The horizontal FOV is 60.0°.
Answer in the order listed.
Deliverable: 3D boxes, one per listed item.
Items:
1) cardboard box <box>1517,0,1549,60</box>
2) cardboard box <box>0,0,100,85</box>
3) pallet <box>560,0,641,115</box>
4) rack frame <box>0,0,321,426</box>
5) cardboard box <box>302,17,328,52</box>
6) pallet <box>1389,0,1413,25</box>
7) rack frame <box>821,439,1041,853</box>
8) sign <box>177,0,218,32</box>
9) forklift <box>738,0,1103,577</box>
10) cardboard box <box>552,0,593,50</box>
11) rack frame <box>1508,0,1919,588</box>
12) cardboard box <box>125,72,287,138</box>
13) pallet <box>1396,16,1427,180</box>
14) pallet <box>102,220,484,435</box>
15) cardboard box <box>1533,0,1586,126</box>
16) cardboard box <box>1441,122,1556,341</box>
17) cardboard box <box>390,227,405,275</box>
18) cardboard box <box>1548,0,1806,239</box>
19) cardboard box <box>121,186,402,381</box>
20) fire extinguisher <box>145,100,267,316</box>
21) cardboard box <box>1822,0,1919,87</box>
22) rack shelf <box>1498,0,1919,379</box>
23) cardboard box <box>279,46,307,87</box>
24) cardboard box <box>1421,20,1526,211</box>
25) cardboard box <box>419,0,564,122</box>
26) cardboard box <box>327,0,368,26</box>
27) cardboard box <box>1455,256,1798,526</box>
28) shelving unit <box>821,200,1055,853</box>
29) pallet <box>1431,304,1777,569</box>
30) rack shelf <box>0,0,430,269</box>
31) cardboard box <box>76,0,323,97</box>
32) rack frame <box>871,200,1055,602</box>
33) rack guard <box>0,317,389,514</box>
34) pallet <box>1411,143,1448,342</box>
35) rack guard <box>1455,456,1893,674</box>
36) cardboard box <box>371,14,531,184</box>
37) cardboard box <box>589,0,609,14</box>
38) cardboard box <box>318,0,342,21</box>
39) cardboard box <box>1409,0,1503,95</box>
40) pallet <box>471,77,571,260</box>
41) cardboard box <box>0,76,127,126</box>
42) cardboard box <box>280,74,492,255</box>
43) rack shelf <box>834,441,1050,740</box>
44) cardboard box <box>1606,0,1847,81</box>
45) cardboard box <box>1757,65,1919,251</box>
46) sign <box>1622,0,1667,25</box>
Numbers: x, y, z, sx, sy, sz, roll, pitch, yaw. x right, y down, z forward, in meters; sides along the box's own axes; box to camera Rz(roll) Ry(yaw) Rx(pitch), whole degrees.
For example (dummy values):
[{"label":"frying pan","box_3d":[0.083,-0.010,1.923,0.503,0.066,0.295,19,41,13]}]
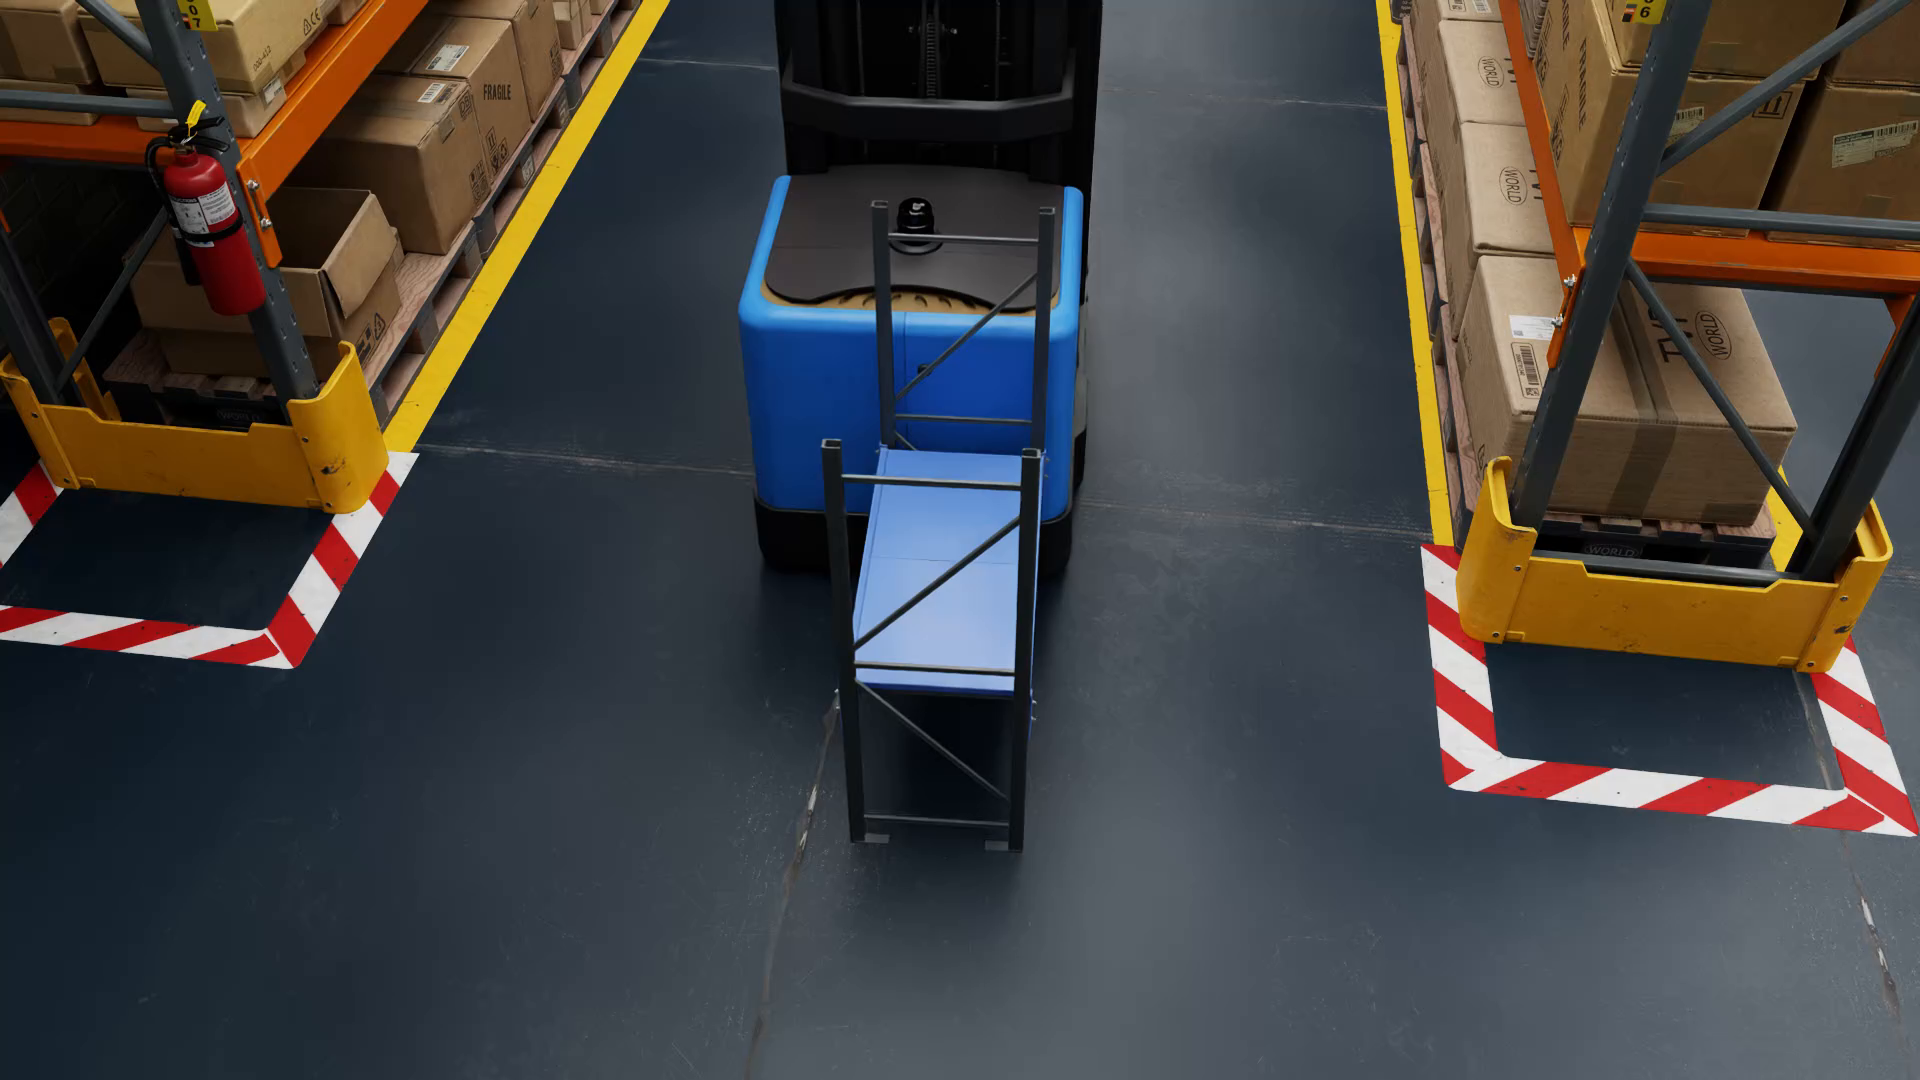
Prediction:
[{"label":"cardboard box","box_3d":[2.181,-1.926,5.529,0.500,0.500,0.500,6,44,7]},{"label":"cardboard box","box_3d":[-2.883,-1.684,5.240,0.500,0.250,0.500,6,44,7]},{"label":"pallet","box_3d":[-2.244,-2.539,8.278,1.003,0.211,1.213,5,44,6]},{"label":"rack frame","box_3d":[-2.681,-1.293,4.934,1.000,3.000,0.127,5,44,6]},{"label":"cardboard box","box_3d":[-2.377,-1.761,5.611,0.380,0.149,0.250,5,44,5]},{"label":"pallet","box_3d":[2.796,-3.091,8.861,1.003,0.211,1.213,5,44,6]},{"label":"rack frame","box_3d":[-0.066,0.336,4.305,0.500,1.500,0.032,3,44,3]},{"label":"sign","box_3d":[-2.143,-1.558,4.584,0.100,0.325,0.005,5,44,6]},{"label":"forklift","box_3d":[-0.053,-1.950,5.677,1.130,2.935,3.031,3,44,3]},{"label":"cardboard box","box_3d":[-1.982,-2.529,7.923,0.396,0.266,0.258,7,44,7]},{"label":"rack frame","box_3d":[2.240,-0.845,4.460,1.000,3.000,0.127,5,44,6]},{"label":"cardboard box","box_3d":[-2.366,-1.401,5.231,0.380,0.149,0.250,5,44,5]},{"label":"pallet","box_3d":[2.590,-2.047,7.758,1.003,0.211,1.213,5,44,6]},{"label":"pallet","box_3d":[-2.566,-0.876,6.522,1.003,0.211,1.213,5,44,6]},{"label":"cardboard box","box_3d":[2.122,-1.574,5.158,0.500,0.500,0.500,4,44,5]},{"label":"cardboard box","box_3d":[2.340,-1.150,6.341,0.875,0.438,0.875,6,44,7]},{"label":"cardboard box","box_3d":[-2.411,-1.105,6.503,0.380,0.149,0.250,4,44,4]},{"label":"cardboard box","box_3d":[2.041,-1.234,4.799,0.500,0.500,0.500,5,44,6]},{"label":"cardboard box","box_3d":[-2.506,-0.947,6.079,0.797,0.503,0.637,4,44,4]},{"label":"fire extinguisher","box_3d":[-2.242,-0.987,4.939,0.296,0.674,0.183,5,44,6]},{"label":"cardboard box","box_3d":[2.585,-1.545,4.400,0.500,0.500,0.500,4,44,5]},{"label":"rack shelf","box_3d":[2.504,-1.946,6.147,1.077,0.370,4.000,5,44,6]},{"label":"cardboard box","box_3d":[-2.378,-1.579,5.418,0.380,0.149,0.250,6,44,7]},{"label":"cardboard box","box_3d":[2.461,-1.764,6.990,0.875,0.438,0.875,4,44,4]},{"label":"cardboard box","box_3d":[-2.217,-2.233,7.439,0.700,0.500,0.500,4,44,4]},{"label":"cardboard box","box_3d":[-2.283,-1.928,5.787,0.380,0.149,0.250,7,44,7]},{"label":"cardboard box","box_3d":[2.228,-0.526,5.681,0.875,0.438,0.875,4,44,4]},{"label":"shelving unit","box_3d":[-0.029,-0.013,4.673,0.538,1.500,1.048,3,44,3]},{"label":"pallet","box_3d":[2.268,-0.384,6.002,1.003,0.211,1.213,5,44,6]},{"label":"rack shelf","box_3d":[-2.417,-2.395,6.621,1.077,0.370,4.000,5,44,6]},{"label":"cardboard box","box_3d":[-2.354,-1.631,5.184,0.500,0.250,0.500,5,44,6]},{"label":"rack frame","box_3d":[0.009,-0.361,5.041,0.500,1.500,0.032,3,44,3]},{"label":"rack guard","box_3d":[-2.671,-0.437,5.848,1.175,0.500,0.348,5,44,6]},{"label":"pallet","box_3d":[2.432,-1.213,6.878,1.003,0.211,1.213,5,44,6]},{"label":"rack guard","box_3d":[2.236,0.079,5.302,1.175,0.500,0.348,5,44,6]},{"label":"cardboard box","box_3d":[-2.186,-1.876,7.063,0.500,0.500,0.500,6,44,6]},{"label":"cardboard box","box_3d":[-1.935,-2.730,8.220,0.380,0.149,0.250,4,44,4]},{"label":"cardboard box","box_3d":[-2.287,-1.975,5.547,0.500,0.250,0.500,6,44,6]},{"label":"cardboard box","box_3d":[2.579,-2.375,7.634,0.875,0.438,0.875,5,44,5]},{"label":"pallet","box_3d":[-2.403,-1.705,7.397,1.003,0.211,1.213,5,44,6]},{"label":"cardboard box","box_3d":[-2.903,-1.452,5.285,0.380,0.149,0.250,5,44,5]},{"label":"cardboard box","box_3d":[-2.355,-1.525,6.692,0.700,0.500,0.500,7,44,7]},{"label":"rack shelf","box_3d":[-0.029,0.118,4.796,0.538,0.185,1.000,3,44,3]},{"label":"cardboard box","box_3d":[2.067,-1.594,4.452,0.500,0.500,0.500,7,44,7]},{"label":"cardboard box","box_3d":[2.588,-1.182,4.744,0.500,0.500,0.500,5,44,5]},{"label":"sign","box_3d":[1.704,-1.410,4.043,0.100,0.325,0.005,5,44,6]}]
